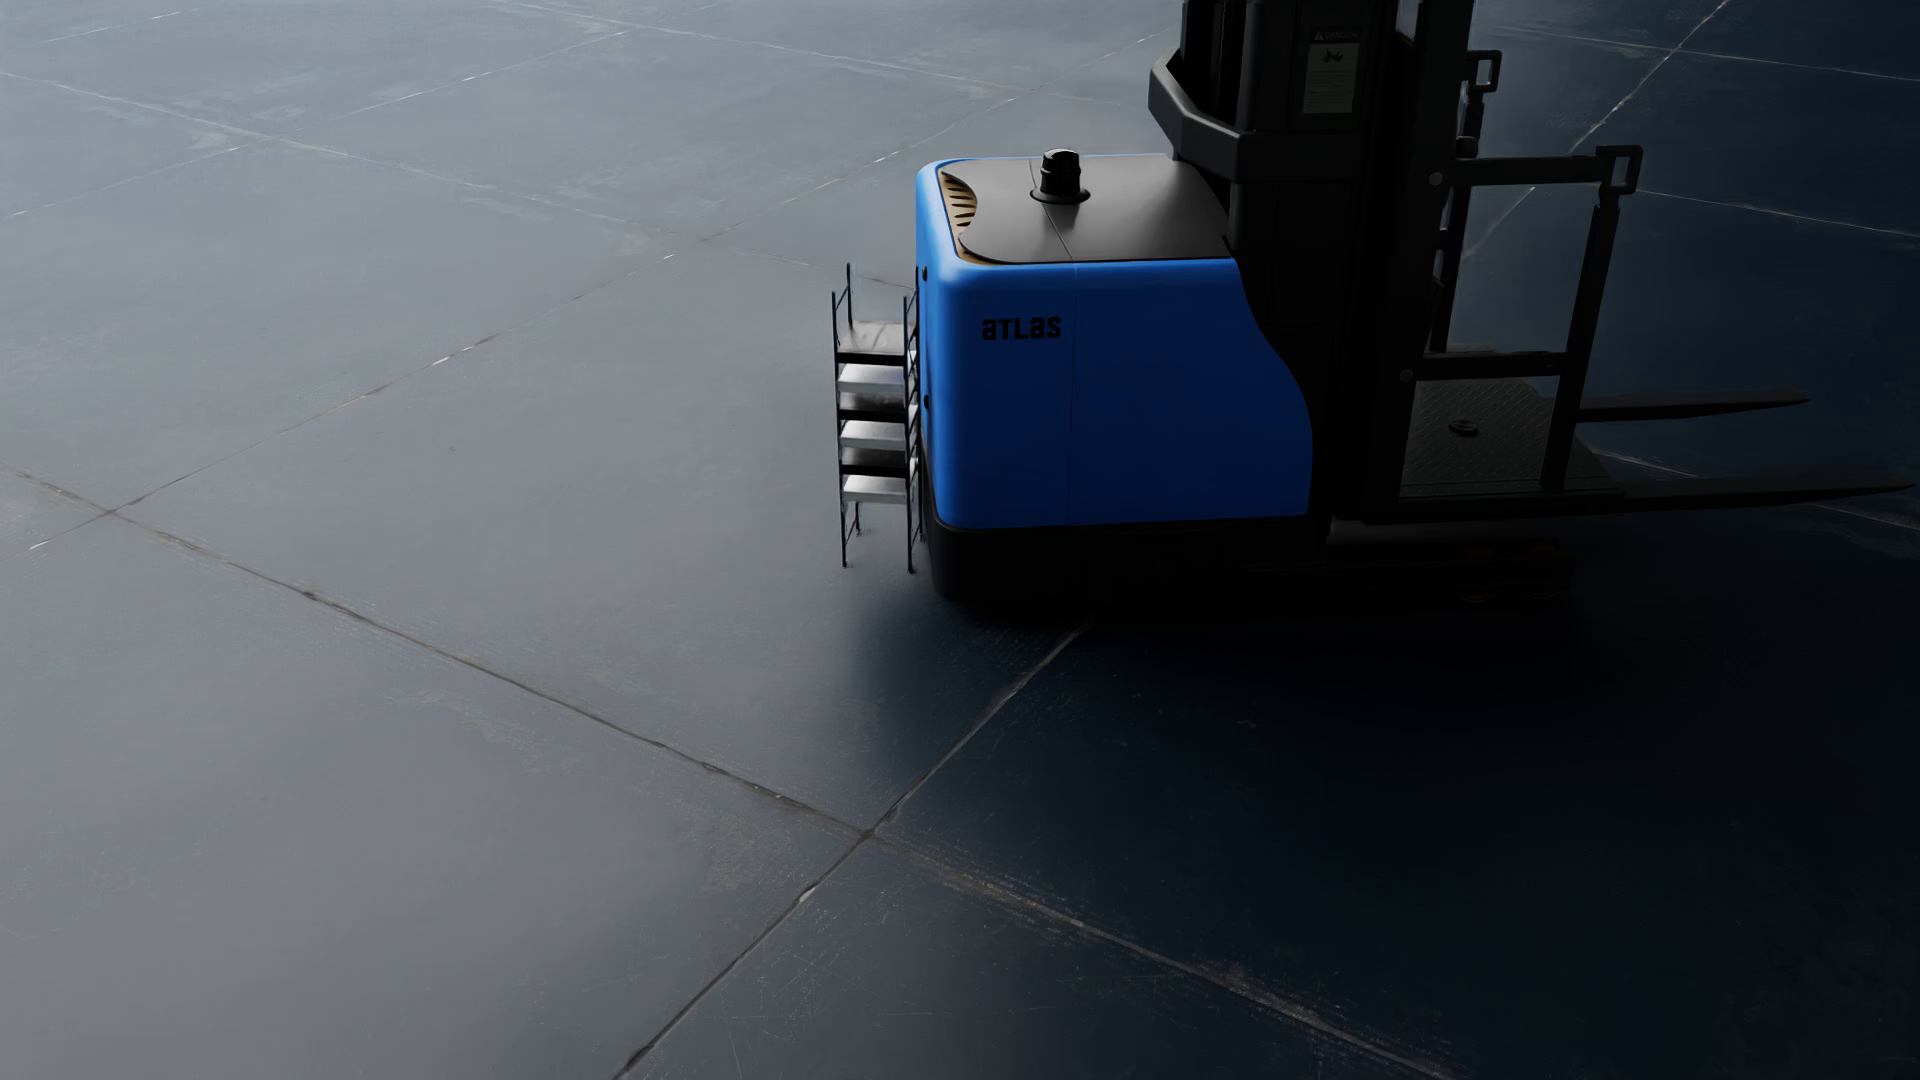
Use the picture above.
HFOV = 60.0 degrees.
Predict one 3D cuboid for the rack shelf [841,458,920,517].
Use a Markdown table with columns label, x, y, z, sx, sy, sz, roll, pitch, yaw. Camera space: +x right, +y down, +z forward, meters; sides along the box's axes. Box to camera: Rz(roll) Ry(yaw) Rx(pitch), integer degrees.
| label | x | y | z | sx | sy | sz | roll | pitch | yaw |
| --- | --- | --- | --- | --- | --- | --- | --- | --- | --- |
| rack shelf | -0.239 | -0.171 | 5.073 | 0.200 | 0.077 | 0.258 | 4 | 30 | 7 |

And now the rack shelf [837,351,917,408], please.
| label | x | y | z | sx | sy | sz | roll | pitch | yaw |
| --- | --- | --- | --- | --- | --- | --- | --- | --- | --- |
| rack shelf | -0.239 | -0.482 | 4.892 | 0.200 | 0.077 | 0.258 | 4 | 30 | 7 |

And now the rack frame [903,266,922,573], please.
| label | x | y | z | sx | sy | sz | roll | pitch | yaw |
| --- | --- | --- | --- | --- | --- | --- | --- | --- | --- |
| rack frame | -0.139 | -0.348 | 4.954 | 0.006 | 0.900 | 0.240 | 4 | 30 | 7 |

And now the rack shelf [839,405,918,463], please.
| label | x | y | z | sx | sy | sz | roll | pitch | yaw |
| --- | --- | --- | --- | --- | --- | --- | --- | --- | --- |
| rack shelf | -0.239 | -0.326 | 4.982 | 0.200 | 0.077 | 0.258 | 4 | 30 | 7 |

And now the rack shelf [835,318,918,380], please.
| label | x | y | z | sx | sy | sz | roll | pitch | yaw |
| --- | --- | --- | --- | --- | --- | --- | --- | --- | --- |
| rack shelf | -0.239 | -0.560 | 4.846 | 0.200 | 0.077 | 0.258 | 4 | 30 | 7 |

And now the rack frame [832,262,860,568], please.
| label | x | y | z | sx | sy | sz | roll | pitch | yaw |
| --- | --- | --- | --- | --- | --- | --- | --- | --- | --- |
| rack frame | -0.340 | -0.362 | 4.977 | 0.006 | 0.900 | 0.240 | 4 | 30 | 7 |

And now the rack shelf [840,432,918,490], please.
| label | x | y | z | sx | sy | sz | roll | pitch | yaw |
| --- | --- | --- | --- | --- | --- | --- | --- | --- | --- |
| rack shelf | -0.239 | -0.249 | 5.028 | 0.200 | 0.077 | 0.258 | 4 | 30 | 7 |

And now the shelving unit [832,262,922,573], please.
| label | x | y | z | sx | sy | sz | roll | pitch | yaw |
| --- | --- | --- | --- | --- | --- | --- | --- | --- | --- |
| shelving unit | -0.239 | -0.355 | 4.966 | 0.210 | 0.900 | 0.258 | 4 | 30 | 7 |

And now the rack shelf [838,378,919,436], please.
| label | x | y | z | sx | sy | sz | roll | pitch | yaw |
| --- | --- | --- | --- | --- | --- | --- | --- | --- | --- |
| rack shelf | -0.239 | -0.404 | 4.937 | 0.200 | 0.077 | 0.258 | 4 | 30 | 7 |

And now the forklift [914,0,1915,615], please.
| label | x | y | z | sx | sy | sz | roll | pitch | yaw |
| --- | --- | --- | --- | --- | --- | --- | --- | --- | --- |
| forklift | 1.397 | -1.344 | 4.646 | 3.031 | 2.935 | 1.130 | -3 | 30 | -4 |
